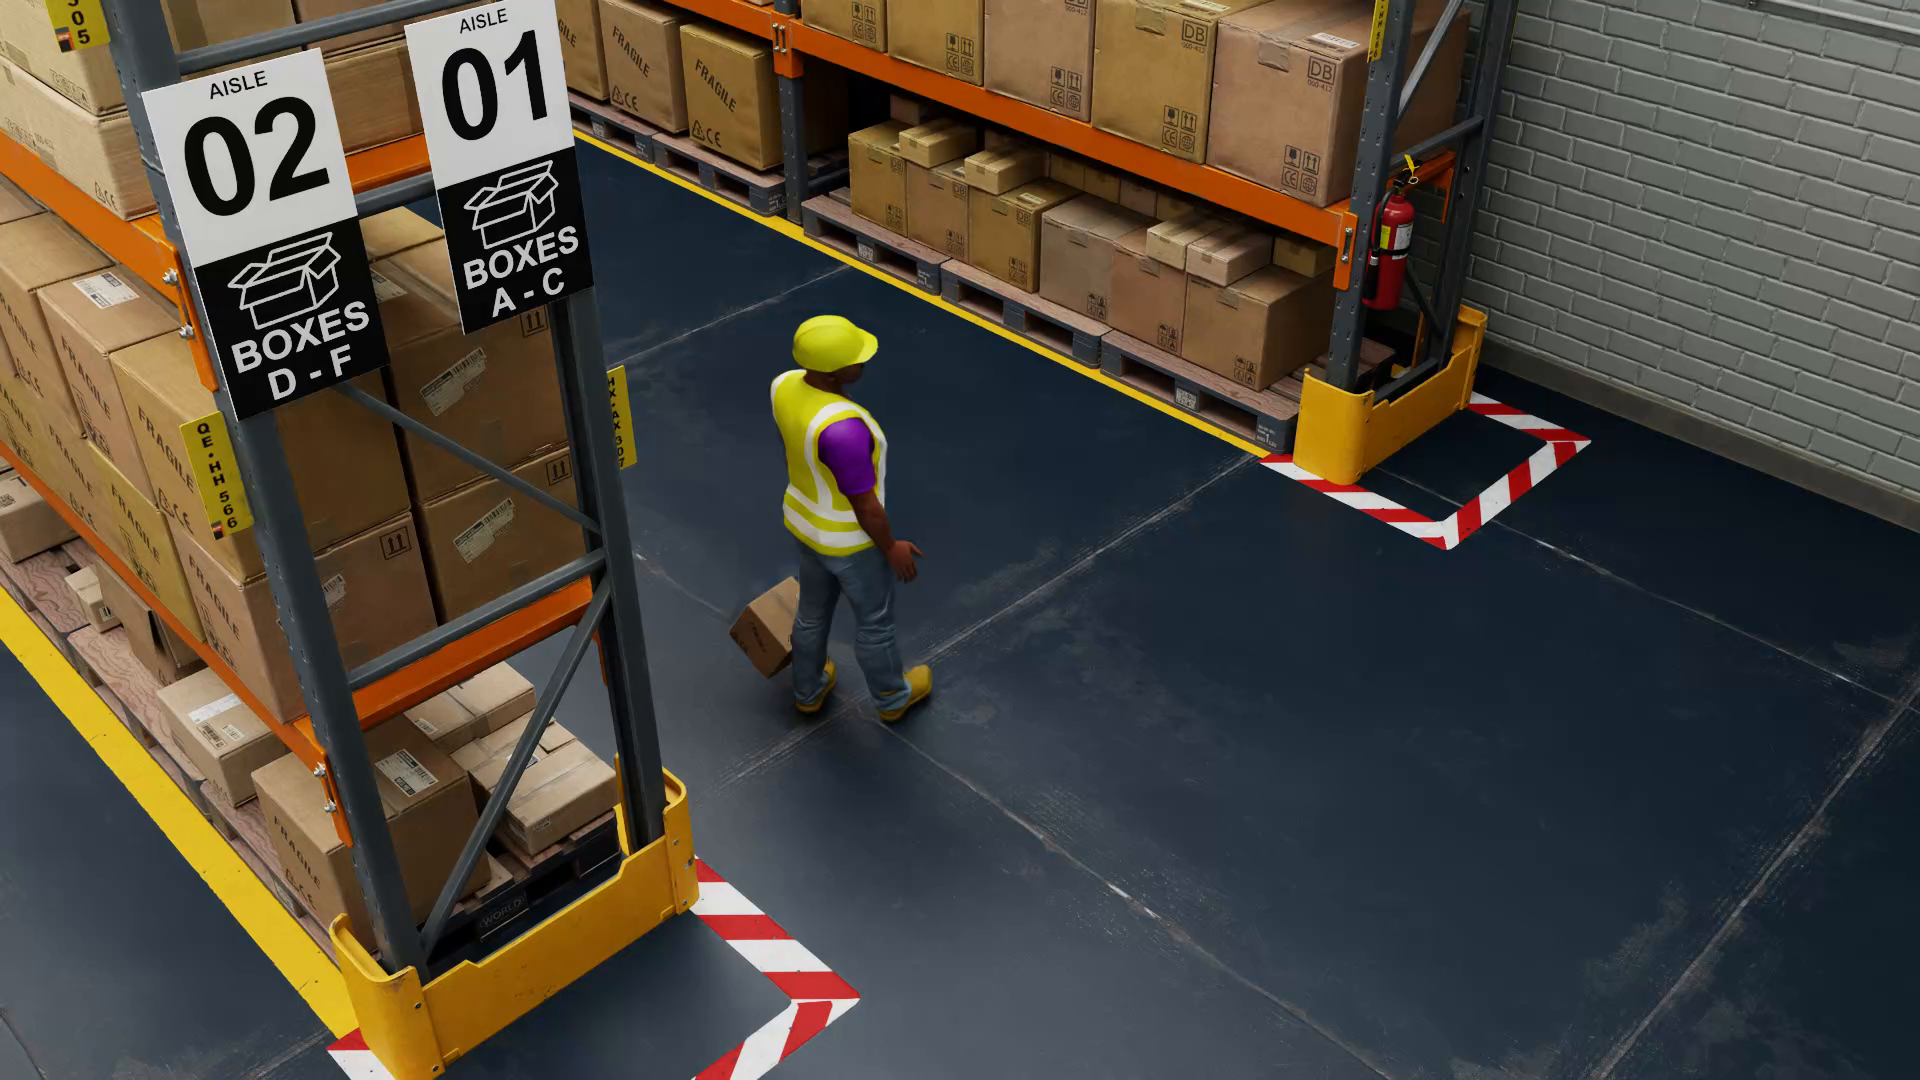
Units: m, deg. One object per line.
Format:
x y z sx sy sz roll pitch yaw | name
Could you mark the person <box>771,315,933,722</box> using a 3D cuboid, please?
-0.377 -0.077 6.190 0.539 1.766 0.624 -23 41 -29 | person
